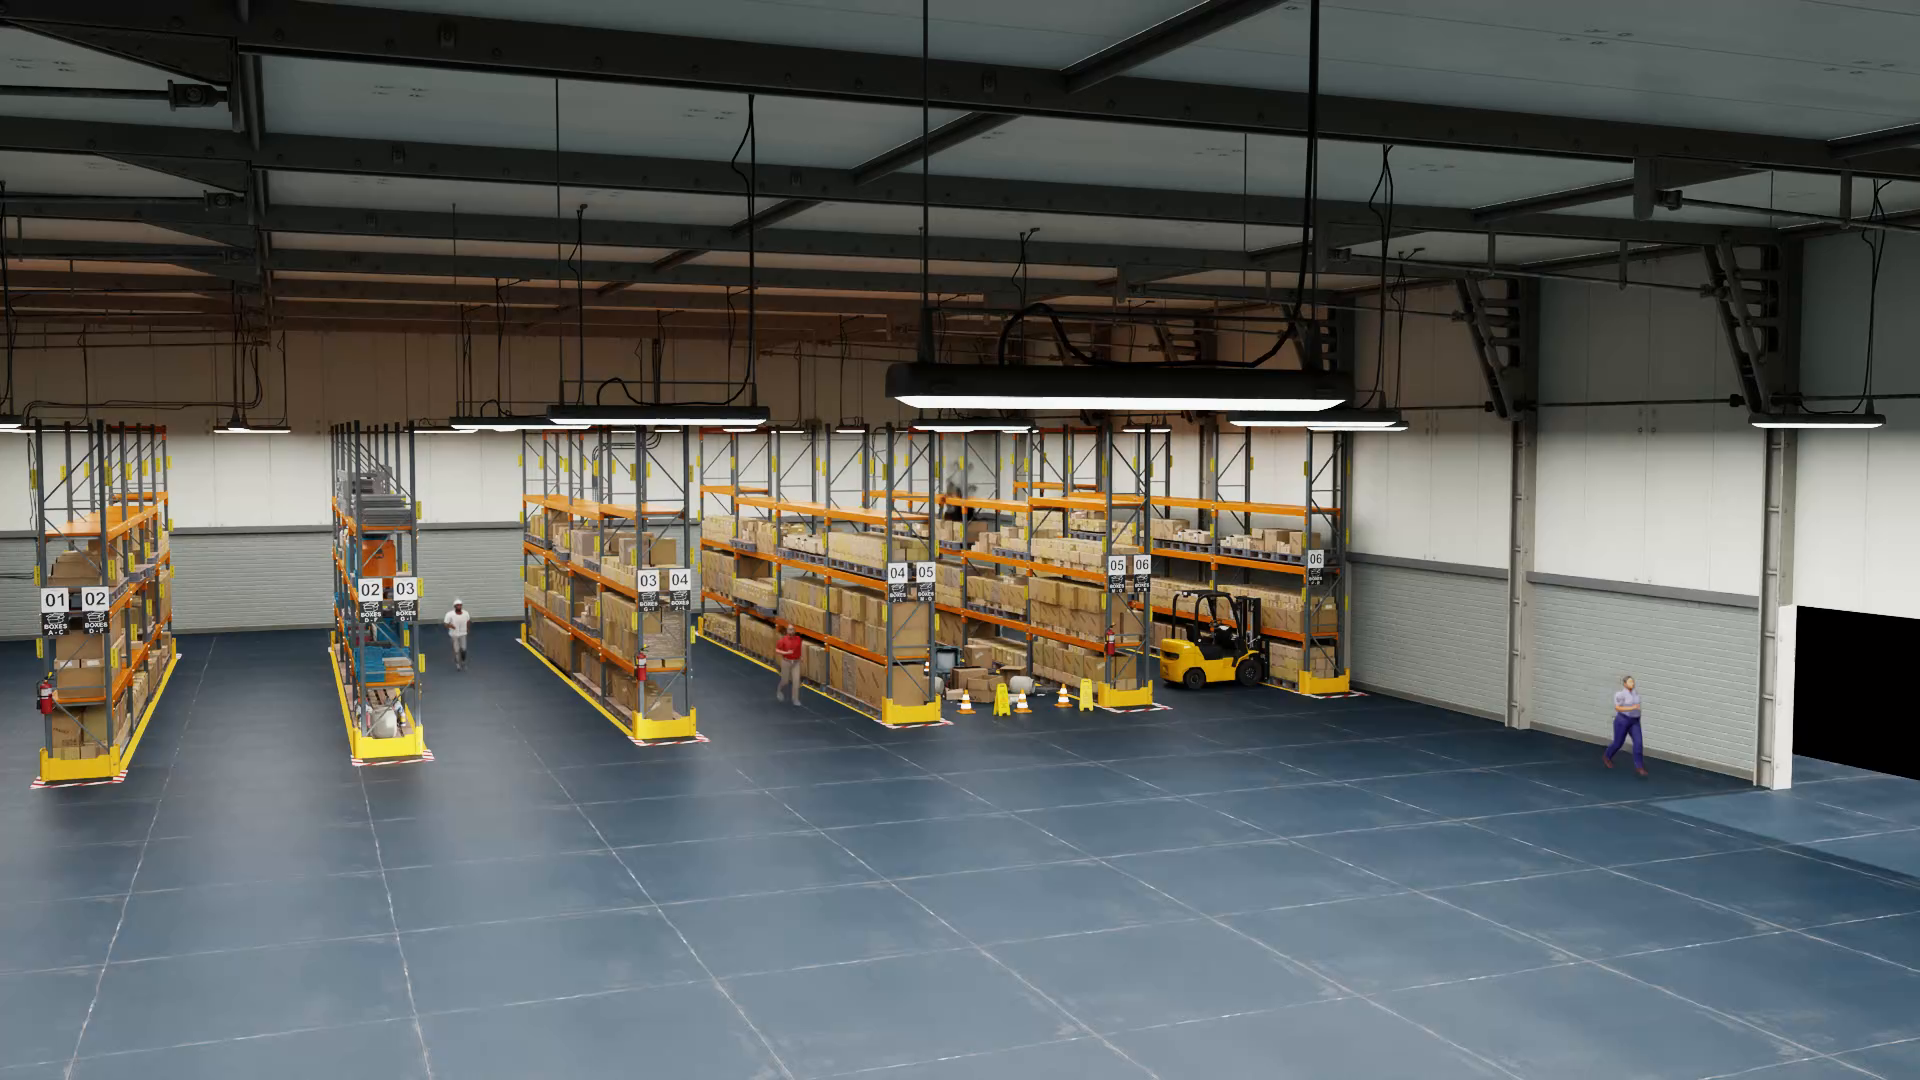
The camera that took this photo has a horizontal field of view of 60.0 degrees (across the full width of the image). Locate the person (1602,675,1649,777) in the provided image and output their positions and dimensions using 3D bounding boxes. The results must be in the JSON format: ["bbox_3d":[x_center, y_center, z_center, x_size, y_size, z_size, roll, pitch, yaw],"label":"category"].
[{"bbox_3d":[11.294,3.108,28.153,0.598,1.645,0.930,-1,4,-18],"label":"person"}]

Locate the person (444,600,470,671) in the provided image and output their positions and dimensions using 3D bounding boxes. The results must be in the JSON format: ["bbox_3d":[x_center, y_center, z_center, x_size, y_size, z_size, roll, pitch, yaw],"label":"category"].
[{"bbox_3d":[-12.179,2.329,40.377,0.667,1.761,0.660,-2,4,-28],"label":"person"}]

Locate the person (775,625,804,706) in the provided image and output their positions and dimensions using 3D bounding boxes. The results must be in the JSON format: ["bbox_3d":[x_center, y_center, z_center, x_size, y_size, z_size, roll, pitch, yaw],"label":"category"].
[{"bbox_3d":[-3.612,2.640,35.336,0.675,1.702,0.911,-2,4,-27],"label":"person"}]
